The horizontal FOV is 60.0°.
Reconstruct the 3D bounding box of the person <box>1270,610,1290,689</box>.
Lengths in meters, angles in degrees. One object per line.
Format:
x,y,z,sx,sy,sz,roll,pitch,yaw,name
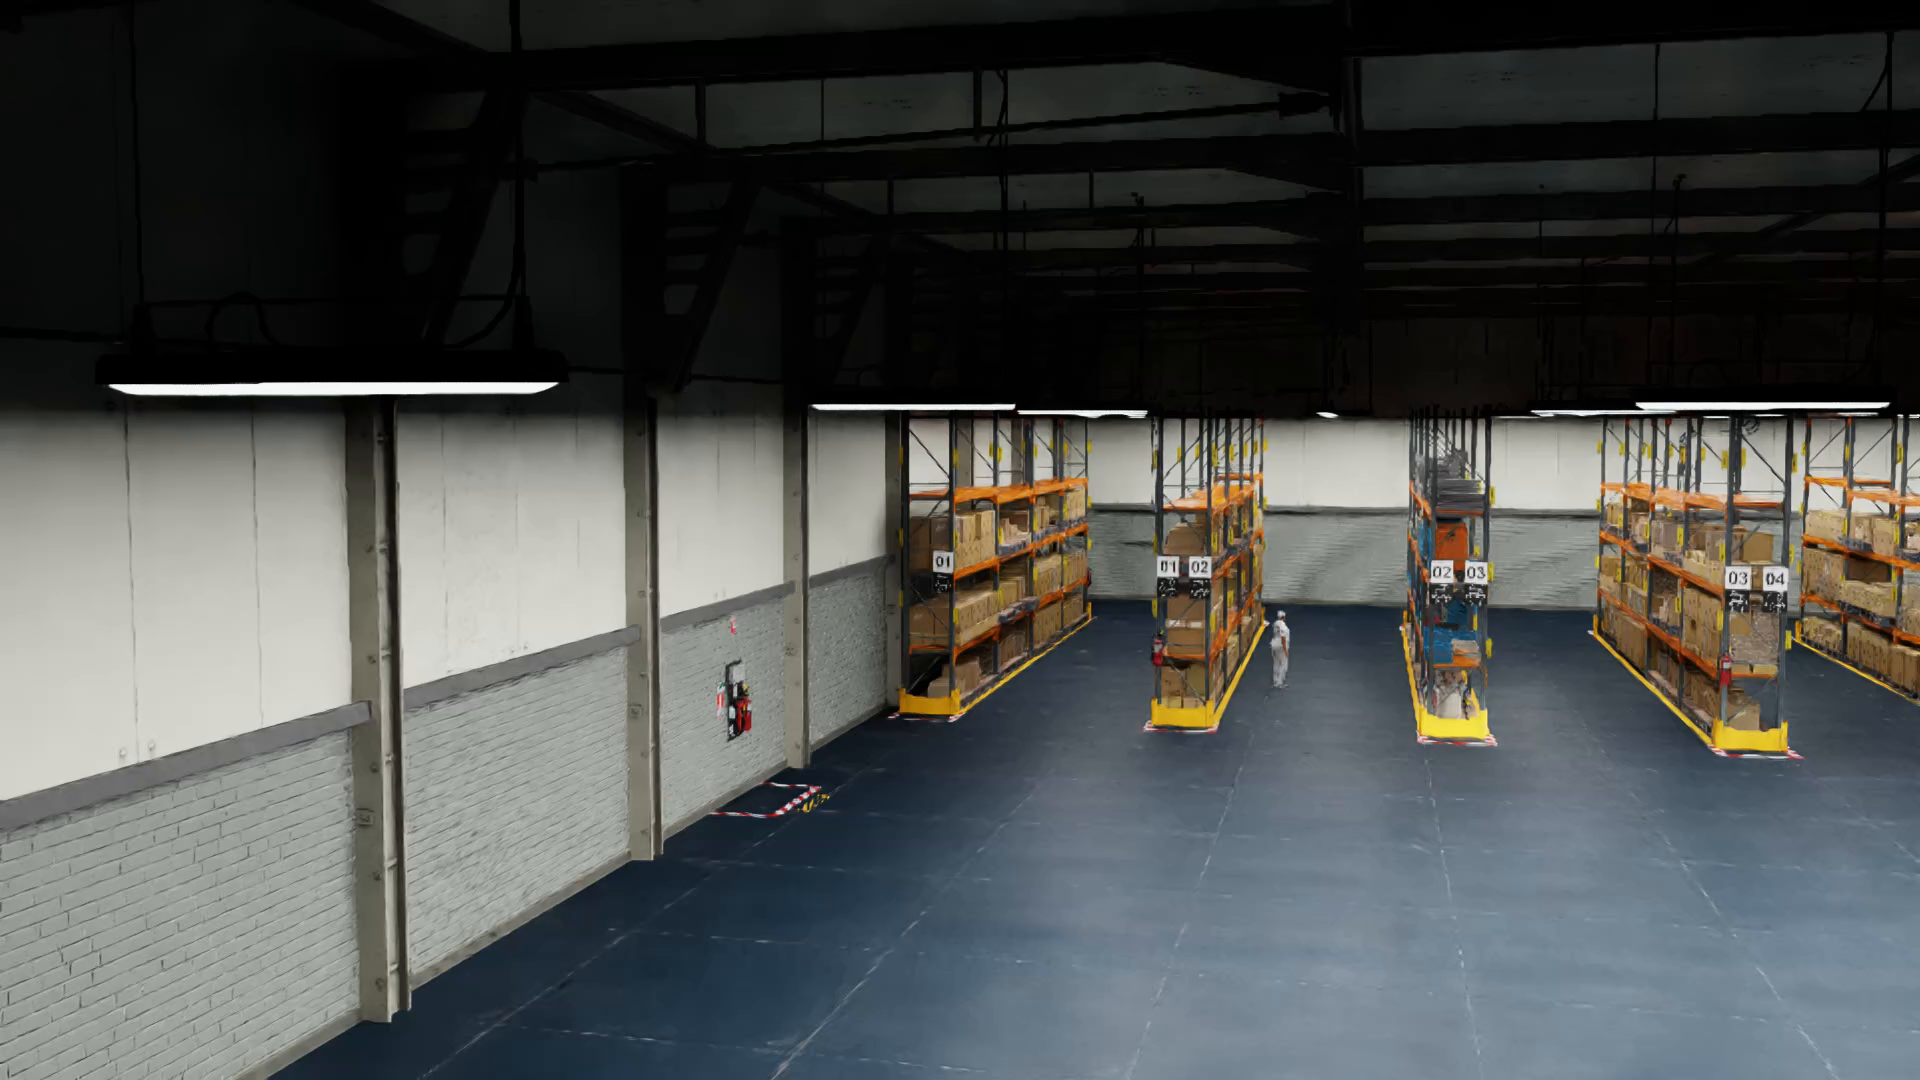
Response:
6.886,2.363,35.692,0.404,1.727,0.559,-1,4,-13,person

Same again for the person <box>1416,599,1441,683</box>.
9.882,2.116,34.987,0.492,1.769,0.640,0,4,6,person

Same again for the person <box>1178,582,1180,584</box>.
6.092,1.555,45.896,0.585,1.719,0.646,3,5,36,person
